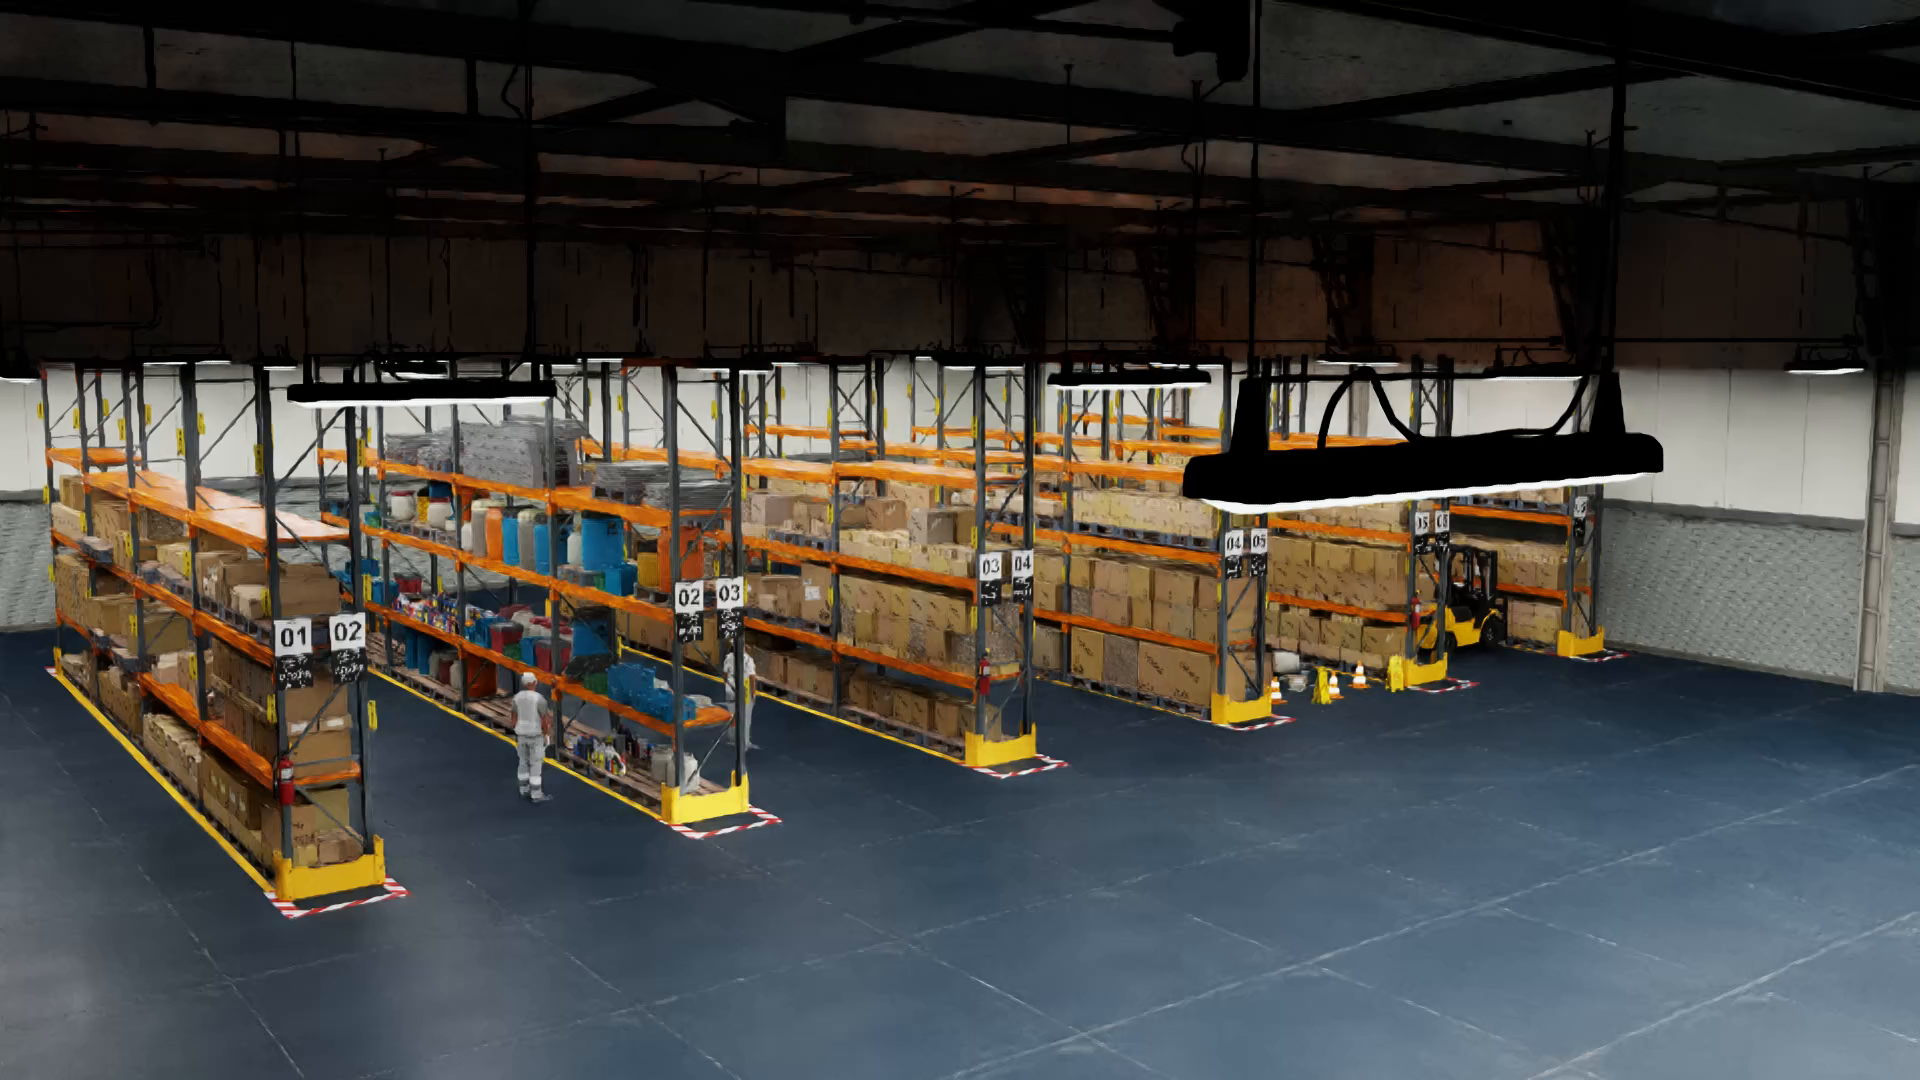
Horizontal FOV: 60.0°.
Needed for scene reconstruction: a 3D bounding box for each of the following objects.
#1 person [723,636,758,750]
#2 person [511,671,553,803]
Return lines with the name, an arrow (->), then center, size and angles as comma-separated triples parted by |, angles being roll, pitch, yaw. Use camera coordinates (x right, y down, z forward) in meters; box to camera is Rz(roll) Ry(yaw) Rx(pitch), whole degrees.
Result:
person -> -3.389, 2.354, 25.811 | 0.578, 1.759, 0.478 | 3, 8, 26
person -> -5.887, 2.686, 22.904 | 0.606, 1.784, 0.442 | 3, 7, 22
